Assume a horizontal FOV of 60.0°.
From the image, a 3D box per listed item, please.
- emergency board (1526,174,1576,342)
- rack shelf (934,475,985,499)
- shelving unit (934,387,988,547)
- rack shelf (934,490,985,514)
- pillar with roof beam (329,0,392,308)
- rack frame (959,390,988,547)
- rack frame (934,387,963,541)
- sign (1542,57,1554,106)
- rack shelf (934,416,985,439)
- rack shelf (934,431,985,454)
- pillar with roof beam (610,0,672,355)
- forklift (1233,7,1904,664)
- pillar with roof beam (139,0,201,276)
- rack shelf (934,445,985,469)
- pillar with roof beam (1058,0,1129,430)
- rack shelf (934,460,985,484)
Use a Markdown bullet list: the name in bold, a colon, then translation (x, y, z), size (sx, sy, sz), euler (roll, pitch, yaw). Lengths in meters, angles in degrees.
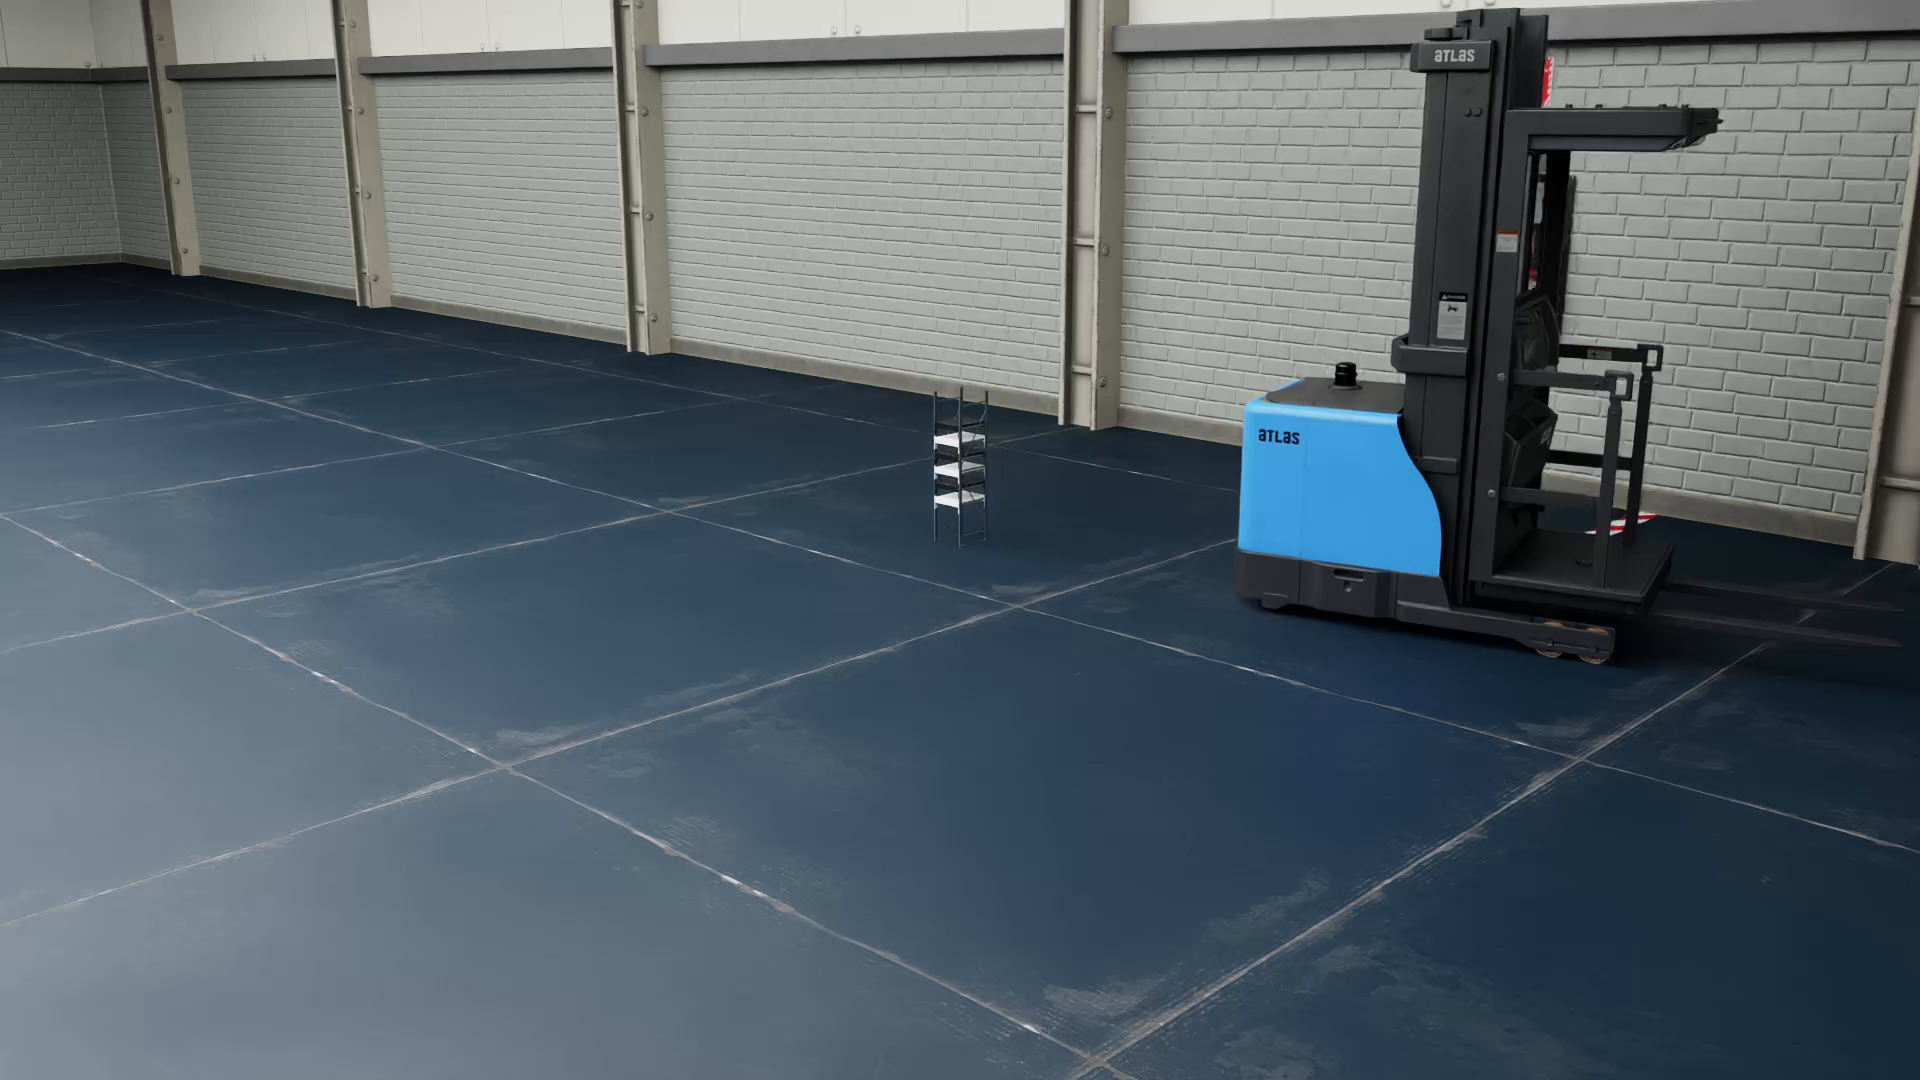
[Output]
- **emergency board**: translation (3.613, -1.780, 10.815), size (0.643, 1.169, 0.194), euler (14, 20, 42)
- **rack shelf**: translation (0.006, -0.315, 9.844), size (0.200, 0.077, 0.258), euler (14, 20, 42)
- **shelving unit**: translation (0.006, -0.434, 9.813), size (0.210, 0.900, 0.258), euler (14, 20, 42)
- **rack shelf**: translation (0.006, -0.228, 9.867), size (0.200, 0.077, 0.258), euler (14, 20, 42)
- **pillar with roof beam**: translation (-10.580, -6.612, 17.463), size (0.400, 9.000, 9.100), euler (14, 20, 42)
- **rack frame**: translation (0.079, -0.416, 9.745), size (0.006, 0.900, 0.240), euler (14, 20, 42)
- **rack frame**: translation (-0.067, -0.452, 9.881), size (0.006, 0.900, 0.240), euler (14, 20, 42)
- **sign**: translation (3.676, -2.921, 10.597), size (0.199, 0.298, 0.001), euler (14, 20, 42)
- **rack shelf**: translation (0.006, -0.663, 9.753), size (0.200, 0.077, 0.258), euler (14, 20, 42)
- **rack shelf**: translation (0.006, -0.576, 9.776), size (0.200, 0.077, 0.258), euler (14, 20, 42)
- **pillar with roof beam**: translation (-6.261, -5.562, 13.433), size (0.400, 9.000, 9.100), euler (14, 20, 42)
- **forklift**: translation (2.955, -0.996, 7.940), size (3.031, 2.935, 1.130), euler (8, 17, 28)
- **pillar with roof beam**: translation (-14.900, -7.663, 21.493), size (0.400, 9.000, 9.100), euler (14, 20, 42)
- **rack shelf**: translation (0.006, -0.489, 9.799), size (0.200, 0.077, 0.258), euler (14, 20, 42)
- **pillar with roof beam**: translation (-1.942, -4.512, 9.403), size (0.400, 9.000, 9.100), euler (14, 20, 42)
- **rack shelf**: translation (0.006, -0.402, 9.822), size (0.200, 0.077, 0.258), euler (14, 20, 42)
